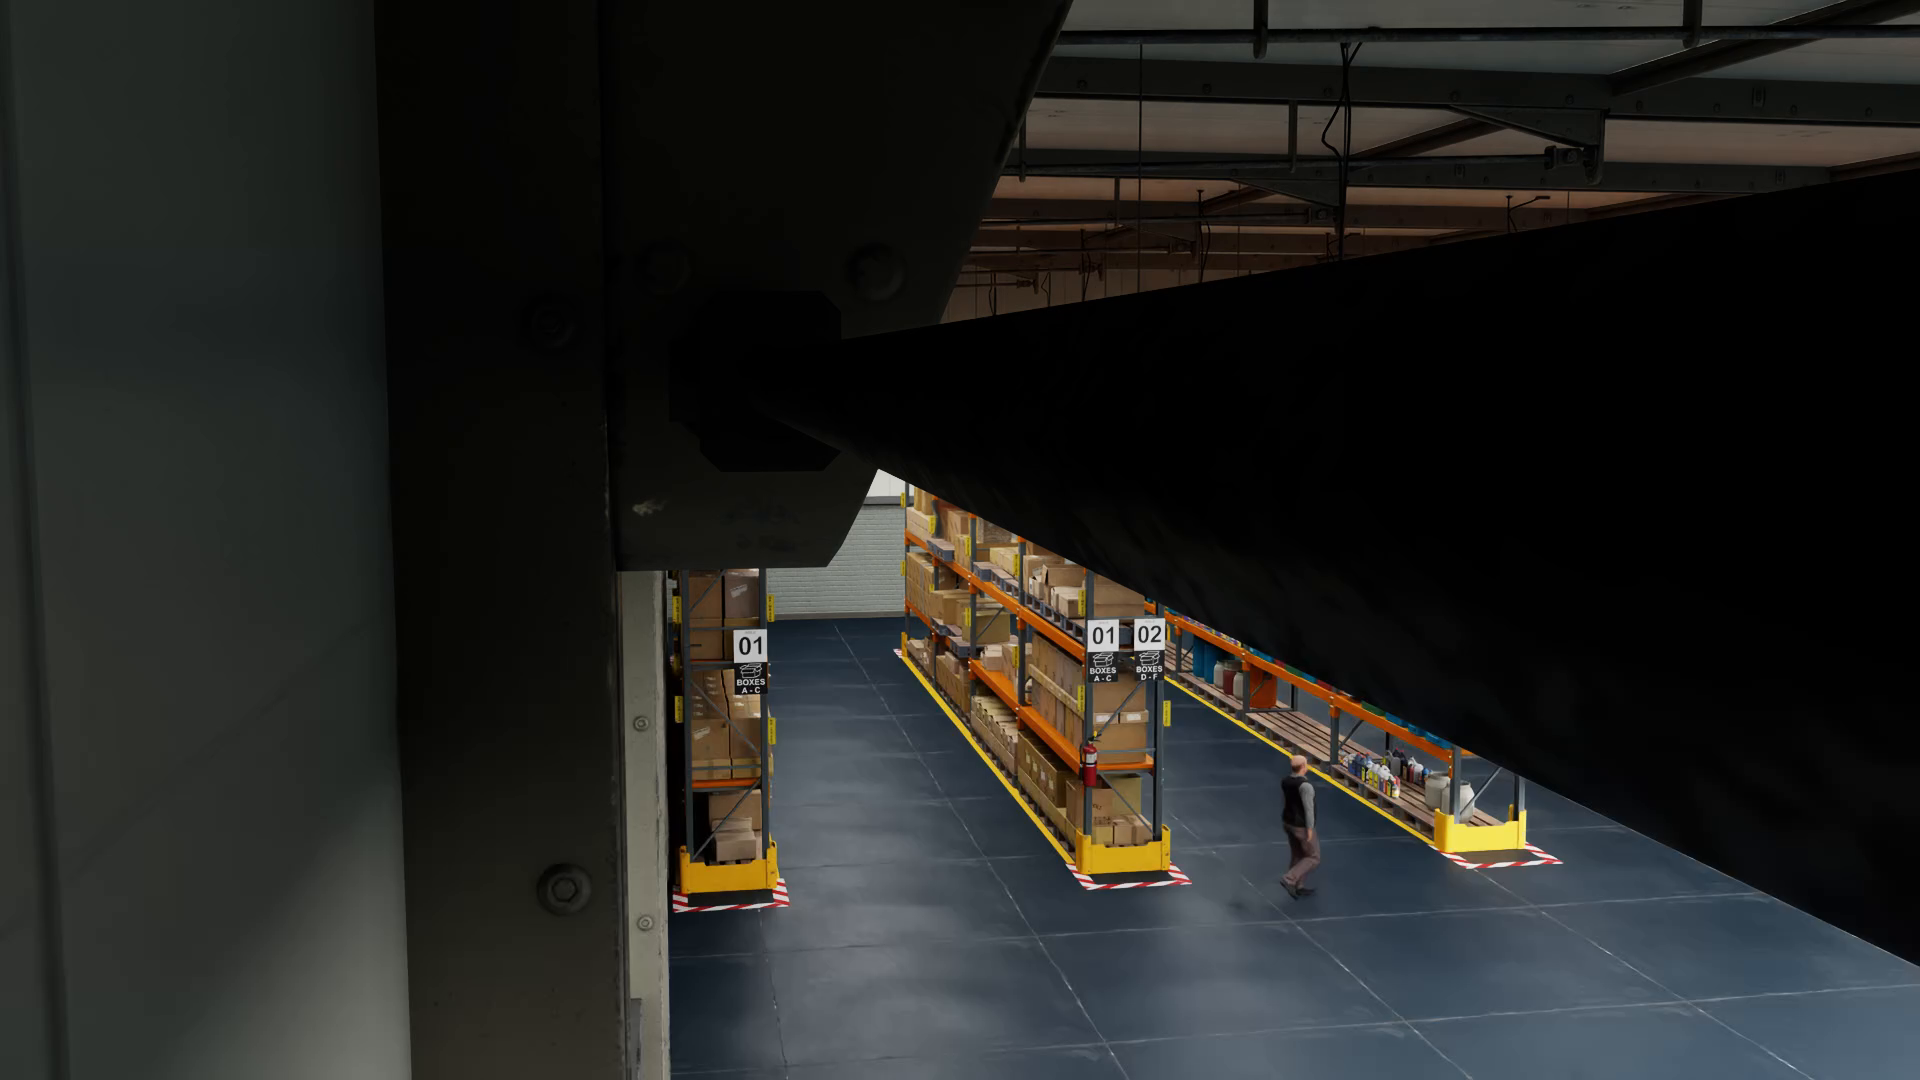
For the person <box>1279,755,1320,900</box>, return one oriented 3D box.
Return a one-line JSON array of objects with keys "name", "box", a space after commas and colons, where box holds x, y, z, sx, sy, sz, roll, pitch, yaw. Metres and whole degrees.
[{"name": "person", "box": [4.016, 3.413, 19.812, 0.608, 1.712, 0.555, -3, 7, -25]}]
